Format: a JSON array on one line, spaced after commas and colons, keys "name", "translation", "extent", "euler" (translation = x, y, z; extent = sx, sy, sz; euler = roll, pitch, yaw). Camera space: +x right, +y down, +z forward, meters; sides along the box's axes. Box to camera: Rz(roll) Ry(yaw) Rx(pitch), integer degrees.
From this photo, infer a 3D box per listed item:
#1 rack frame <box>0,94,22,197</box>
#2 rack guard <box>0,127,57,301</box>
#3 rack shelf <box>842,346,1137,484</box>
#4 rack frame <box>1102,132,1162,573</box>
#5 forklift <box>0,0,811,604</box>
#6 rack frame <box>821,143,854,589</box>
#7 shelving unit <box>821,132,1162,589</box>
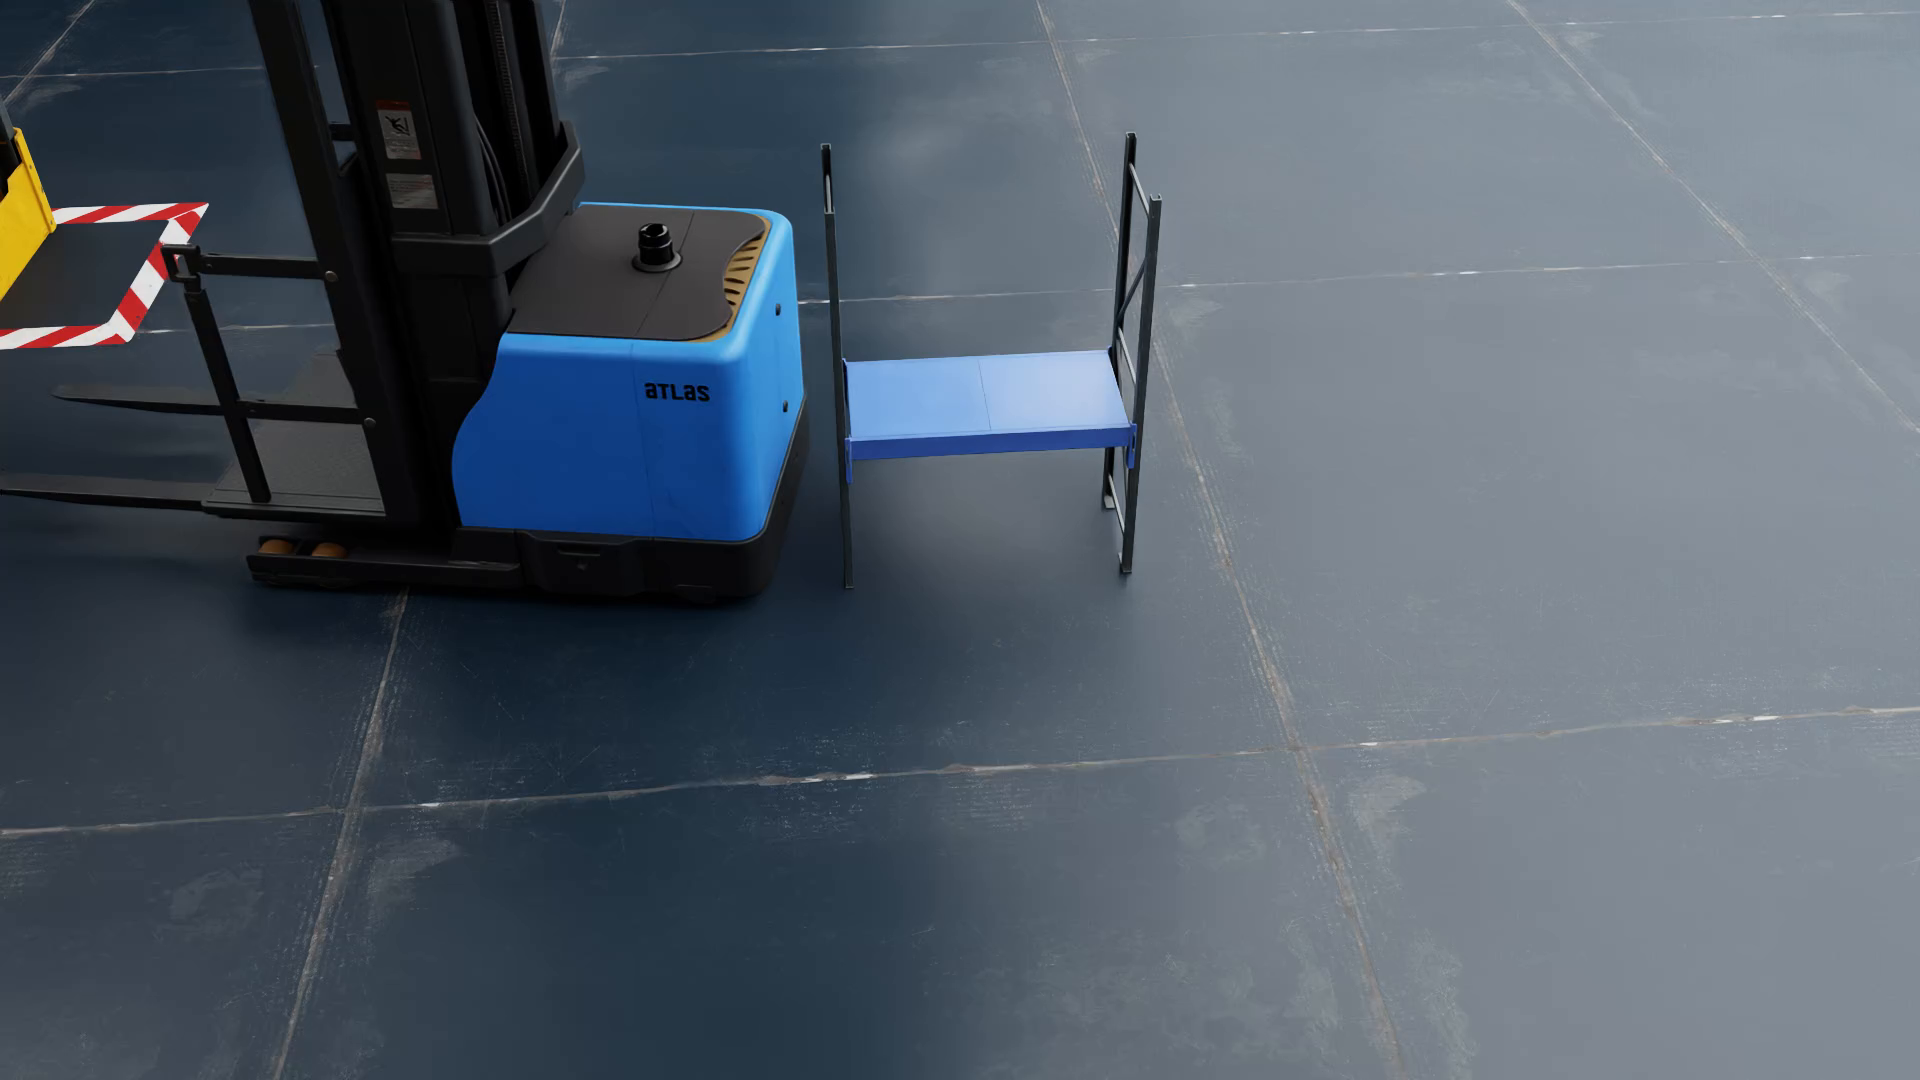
[{"name": "rack frame", "translation": [-4.514, -2.423, 6.899], "extent": [0.127, 3.000, 1.000], "euler": [-3, 38, -4]}, {"name": "rack guard", "translation": [-4.585, -1.408, 7.631], "extent": [0.348, 0.500, 1.175], "euler": [-3, 38, -4]}, {"name": "rack shelf", "translation": [0.085, -0.452, 5.903], "extent": [1.000, 0.185, 0.538], "euler": [-3, 38, -4]}, {"name": "rack frame", "translation": [0.591, -0.621, 5.827], "extent": [0.032, 1.500, 0.500], "euler": [-3, 38, -4]}, {"name": "forklift", "translation": [-2.143, -1.297, 5.528], "extent": [3.031, 2.935, 1.130], "euler": [3, 38, 4]}, {"name": "rack frame", "translation": [-0.421, -0.566, 5.756], "extent": [0.032, 1.500, 0.500], "euler": [-3, 38, -4]}, {"name": "shelving unit", "translation": [0.085, -0.593, 5.791], "extent": [1.048, 1.500, 0.538], "euler": [-3, 38, -4]}]
